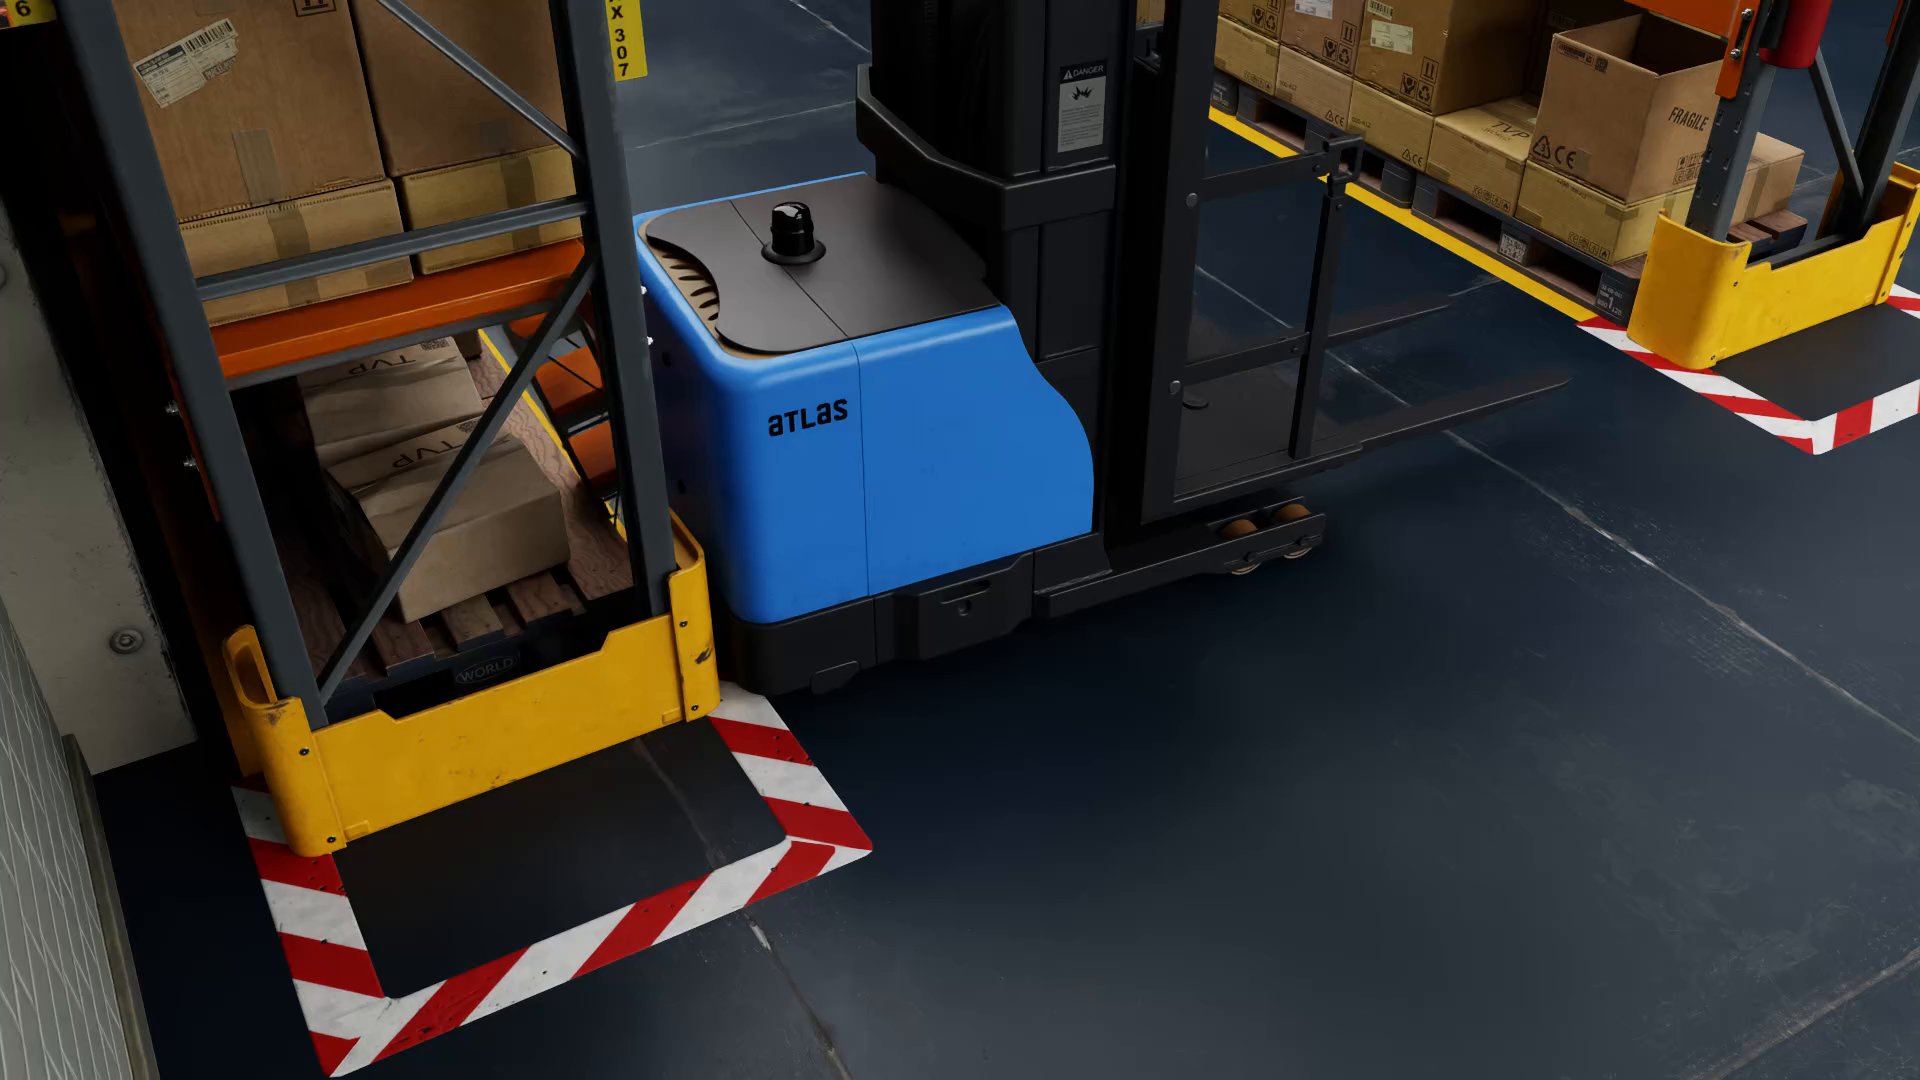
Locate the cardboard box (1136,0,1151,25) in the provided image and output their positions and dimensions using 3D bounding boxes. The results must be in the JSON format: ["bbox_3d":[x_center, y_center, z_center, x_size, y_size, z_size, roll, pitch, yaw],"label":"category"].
[{"bbox_3d":[1.045,-2.867,8.607,0.500,0.250,0.500,-19,40,-24],"label":"cardboard box"}]

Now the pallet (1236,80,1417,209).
[{"bbox_3d":[2.055,-1.967,7.764,1.003,0.211,1.213,-19,40,-24],"label":"pallet"}]

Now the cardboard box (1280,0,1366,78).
[{"bbox_3d":[1.792,-2.402,7.336,0.500,0.500,0.500,-19,40,-24],"label":"cardboard box"}]

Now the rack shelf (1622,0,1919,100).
[{"bbox_3d":[2.079,-2.824,7.183,1.077,0.370,4.000,-19,40,-24],"label":"rack shelf"}]

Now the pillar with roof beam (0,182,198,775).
[{"bbox_3d":[1.426,-4.423,3.677,9.100,9.000,0.400,-19,40,-24],"label":"pillar with roof beam"}]

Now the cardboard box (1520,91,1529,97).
[{"bbox_3d":[2.502,-2.002,7.423,0.500,0.250,0.500,-19,40,-24],"label":"cardboard box"}]

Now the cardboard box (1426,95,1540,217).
[{"bbox_3d":[2.298,-1.591,6.860,0.500,0.250,0.500,-19,40,-24],"label":"cardboard box"}]

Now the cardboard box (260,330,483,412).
[{"bbox_3d":[-2.079,-0.852,5.619,0.700,0.500,0.500,-22,41,-27],"label":"cardboard box"}]

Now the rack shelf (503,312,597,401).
[{"bbox_3d":[-1.161,-0.592,4.681,0.215,0.259,0.240,-25,44,-8],"label":"rack shelf"}]

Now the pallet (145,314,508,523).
[{"bbox_3d":[-2.222,-0.583,5.870,1.003,0.211,1.213,-19,40,-24],"label":"pallet"}]

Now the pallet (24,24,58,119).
[{"bbox_3d":[-4.216,-2.558,8.573,1.003,0.211,1.213,-19,40,-24],"label":"pallet"}]

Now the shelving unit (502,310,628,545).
[{"bbox_3d":[-1.102,-0.402,4.869,0.215,1.050,0.252,-25,44,-8],"label":"shelving unit"}]

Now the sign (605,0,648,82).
[{"bbox_3d":[-0.728,-1.135,3.527,0.100,0.325,0.005,-19,40,-24],"label":"sign"}]

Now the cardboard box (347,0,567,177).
[{"bbox_3d":[-1.177,-1.207,3.834,0.500,0.500,0.500,-19,40,-24],"label":"cardboard box"}]

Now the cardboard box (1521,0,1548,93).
[{"bbox_3d":[2.492,-2.301,7.197,0.500,0.500,0.500,-19,40,-24],"label":"cardboard box"}]

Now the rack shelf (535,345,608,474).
[{"bbox_3d":[-1.100,-0.395,4.876,0.215,0.259,0.240,-25,44,-8],"label":"rack shelf"}]

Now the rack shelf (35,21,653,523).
[{"bbox_3d":[-2.202,-1.354,5.170,1.077,0.370,4.000,-19,40,-24],"label":"rack shelf"}]

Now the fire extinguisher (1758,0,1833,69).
[{"bbox_3d":[2.742,-1.865,5.326,0.296,0.674,0.183,-19,40,-24],"label":"fire extinguisher"}]

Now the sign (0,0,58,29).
[{"bbox_3d":[-1.687,-1.065,2.916,0.100,0.325,0.005,-19,40,-24],"label":"sign"}]

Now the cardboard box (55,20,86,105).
[{"bbox_3d":[-2.382,-1.526,4.907,0.500,0.250,0.500,-18,40,-23],"label":"cardboard box"}]

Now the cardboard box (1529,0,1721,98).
[{"bbox_3d":[2.754,-2.050,6.853,0.500,0.500,0.500,-19,40,-24],"label":"cardboard box"}]

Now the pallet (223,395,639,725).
[{"bbox_3d":[-1.613,0.038,5.019,1.003,0.211,1.213,-19,40,-24],"label":"pallet"}]

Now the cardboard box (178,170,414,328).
[{"bbox_3d":[-1.600,-0.753,3.848,0.500,0.250,0.500,-18,40,-23],"label":"cardboard box"}]

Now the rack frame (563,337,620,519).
[{"bbox_3d":[-1.150,-0.473,4.956,0.200,1.050,0.008,-25,44,-8],"label":"rack frame"}]

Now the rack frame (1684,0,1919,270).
[{"bbox_3d":[3.084,-2.094,5.574,1.000,3.000,0.127,-19,40,-24],"label":"rack frame"}]

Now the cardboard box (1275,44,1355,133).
[{"bbox_3d":[1.795,-2.101,7.558,0.500,0.250,0.500,-19,40,-24],"label":"cardboard box"}]

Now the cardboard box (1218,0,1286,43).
[{"bbox_3d":[1.539,-2.657,7.684,0.500,0.500,0.500,-19,40,-24],"label":"cardboard box"}]

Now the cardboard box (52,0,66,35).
[{"bbox_3d":[-2.126,-1.574,4.336,0.500,0.500,0.500,-20,41,-25],"label":"cardboard box"}]

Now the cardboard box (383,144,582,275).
[{"bbox_3d":[-1.168,-0.915,4.070,0.500,0.250,0.500,-20,41,-25],"label":"cardboard box"}]

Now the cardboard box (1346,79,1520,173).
[{"bbox_3d":[2.045,-1.845,7.208,0.500,0.250,0.500,-19,40,-24],"label":"cardboard box"}]

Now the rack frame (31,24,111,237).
[{"bbox_3d":[-3.207,-2.664,6.355,1.000,3.000,0.127,-19,40,-24],"label":"rack frame"}]

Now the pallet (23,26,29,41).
[{"bbox_3d":[-4.825,-3.179,9.424,1.003,0.211,1.213,-19,40,-24],"label":"pallet"}]

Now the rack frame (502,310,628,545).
[{"bbox_3d":[-1.054,-0.331,4.782,0.200,1.050,0.008,-25,44,-8],"label":"rack frame"}]

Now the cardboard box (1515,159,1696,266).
[{"bbox_3d":[2.559,-1.339,6.516,0.500,0.250,0.500,-19,40,-24],"label":"cardboard box"}]

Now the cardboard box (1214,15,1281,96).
[{"bbox_3d":[1.539,-2.354,7.905,0.500,0.250,0.500,-19,40,-24],"label":"cardboard box"}]

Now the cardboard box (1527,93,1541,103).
[{"bbox_3d":[2.753,-1.747,7.073,0.500,0.250,0.500,-19,40,-24],"label":"cardboard box"}]

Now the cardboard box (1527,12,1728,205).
[{"bbox_3d":[2.557,-1.641,6.294,0.500,0.500,0.500,-19,40,-24],"label":"cardboard box"}]

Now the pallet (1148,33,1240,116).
[{"bbox_3d":[1.438,-2.590,8.617,1.003,0.211,1.213,-19,40,-24],"label":"pallet"}]

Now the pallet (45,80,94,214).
[{"bbox_3d":[-3.599,-1.935,7.720,1.003,0.211,1.213,-19,40,-24],"label":"pallet"}]

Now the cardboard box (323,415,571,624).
[{"bbox_3d":[-1.467,-0.096,4.745,0.500,0.311,0.500,-24,42,-29],"label":"cardboard box"}]

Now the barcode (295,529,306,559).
[{"bbox_3d":[-1.822,0.010,4.592,0.001,0.075,0.075,-19,40,-24],"label":"barcode"}]

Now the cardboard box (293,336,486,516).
[{"bbox_3d":[-1.753,-0.386,5.143,0.500,0.311,0.500,-16,39,-20],"label":"cardboard box"}]

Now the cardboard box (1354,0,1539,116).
[{"bbox_3d":[2.042,-2.147,6.986,0.500,0.500,0.500,-19,40,-24],"label":"cardboard box"}]

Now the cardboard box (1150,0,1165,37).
[{"bbox_3d":[1.292,-2.610,8.256,0.500,0.250,0.500,-19,40,-24],"label":"cardboard box"}]

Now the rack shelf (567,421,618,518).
[{"bbox_3d":[-1.040,-0.202,5.067,0.215,0.259,0.240,-25,44,-8],"label":"rack shelf"}]

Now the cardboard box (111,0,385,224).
[{"bbox_3d":[-1.618,-1.052,3.622,0.500,0.500,0.500,-19,40,-24],"label":"cardboard box"}]

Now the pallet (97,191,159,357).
[{"bbox_3d":[-2.839,-1.206,6.722,1.003,0.211,1.213,-19,40,-24],"label":"pallet"}]

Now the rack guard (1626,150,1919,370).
[{"bbox_3d":[3.096,-1.072,6.295,1.175,0.500,0.348,-19,40,-24],"label":"rack guard"}]

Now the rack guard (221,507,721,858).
[{"bbox_3d":[-1.235,0.346,4.352,1.175,0.500,0.348,-19,40,-24],"label":"rack guard"}]

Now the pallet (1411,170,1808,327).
[{"bbox_3d":[2.664,-1.346,6.913,1.003,0.211,1.213,-19,40,-24],"label":"pallet"}]

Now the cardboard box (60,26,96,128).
[{"bbox_3d":[-2.126,-1.269,4.555,0.500,0.250,0.500,-19,40,-24],"label":"cardboard box"}]

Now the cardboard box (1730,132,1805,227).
[{"bbox_3d":[3.007,-1.493,6.726,0.500,0.250,0.500,-19,40,-24],"label":"cardboard box"}]

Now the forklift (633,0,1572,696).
[{"bbox_3d":[0.564,-1.343,4.603,3.031,2.935,1.130,-16,39,-20],"label":"forklift"}]

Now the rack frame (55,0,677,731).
[{"bbox_3d":[-1.197,-0.624,3.562,1.000,3.000,0.127,-19,40,-24],"label":"rack frame"}]
